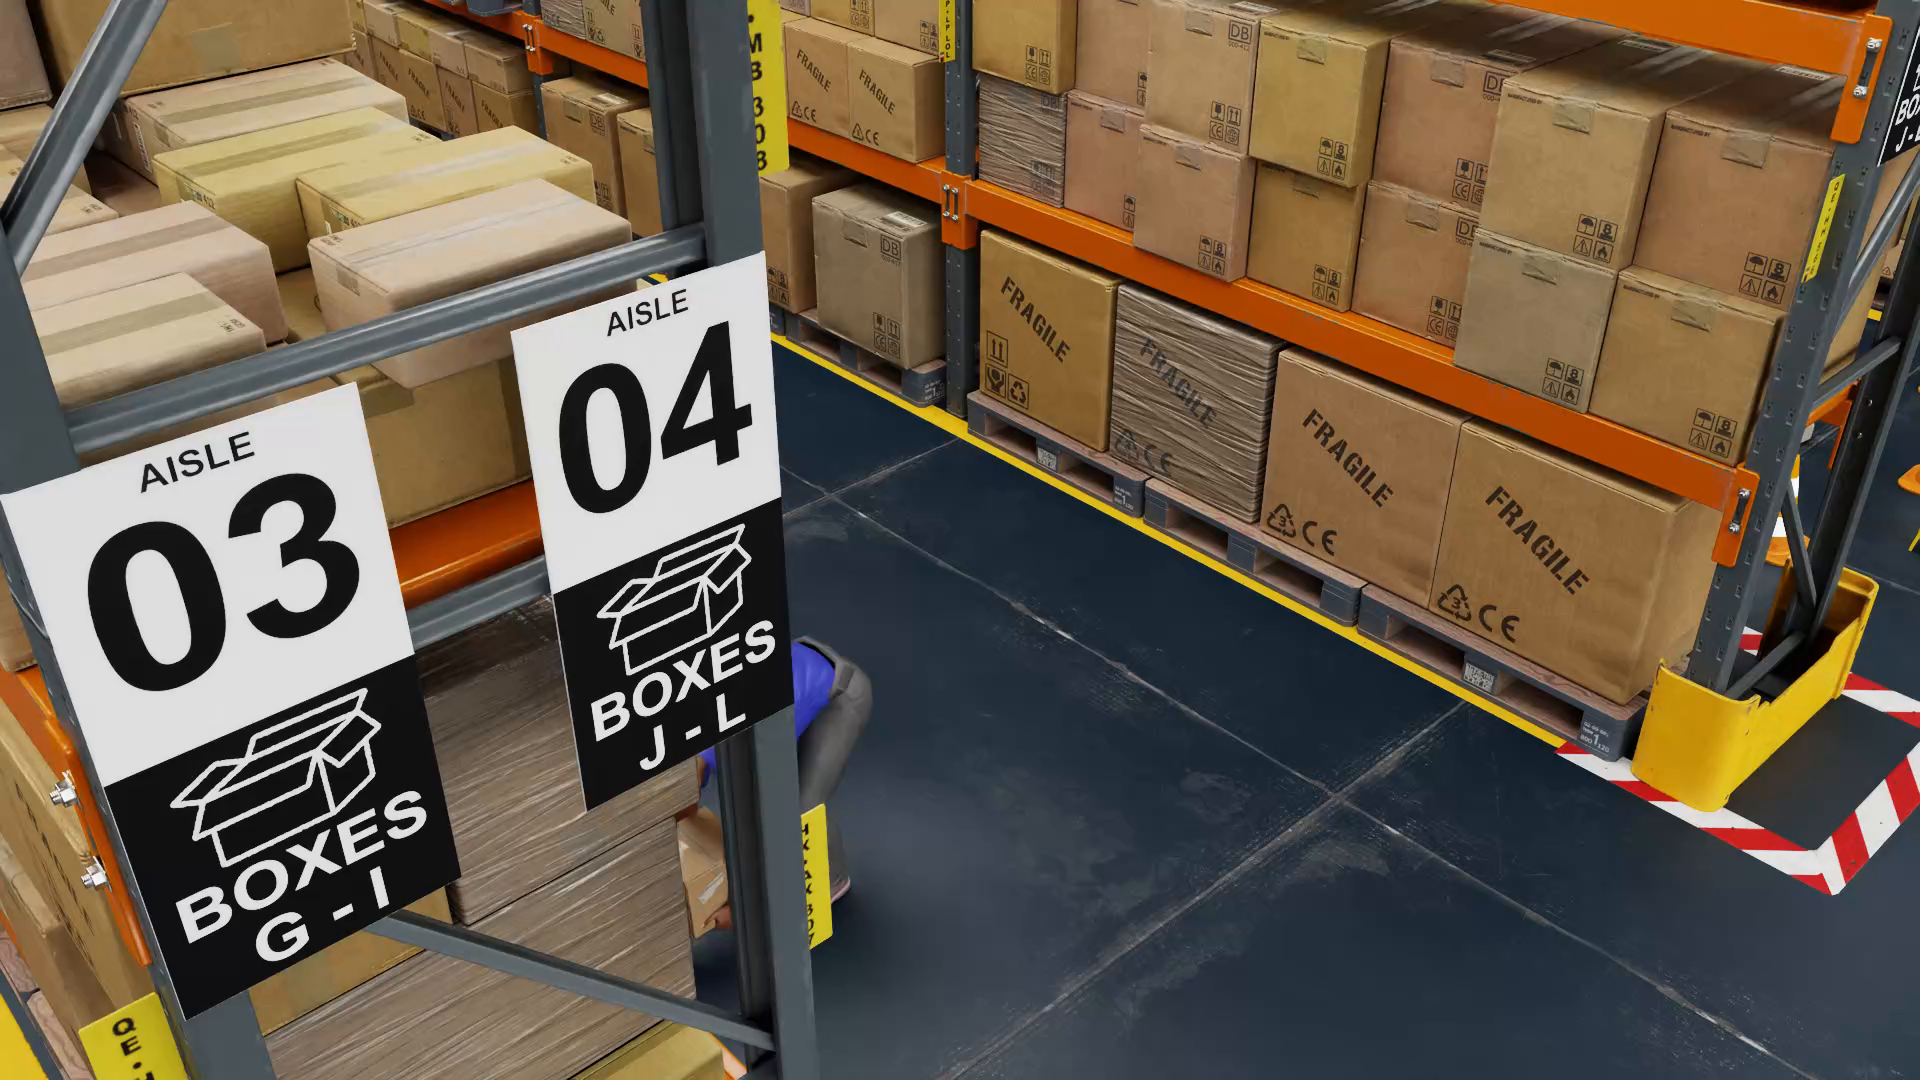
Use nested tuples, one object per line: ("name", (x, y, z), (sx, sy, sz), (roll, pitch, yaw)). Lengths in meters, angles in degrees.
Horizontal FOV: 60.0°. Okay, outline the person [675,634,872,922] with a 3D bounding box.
("person", (-0.670, 0.813, 5.402), (0.426, 0.919, 0.878), (28, 41, 37))
